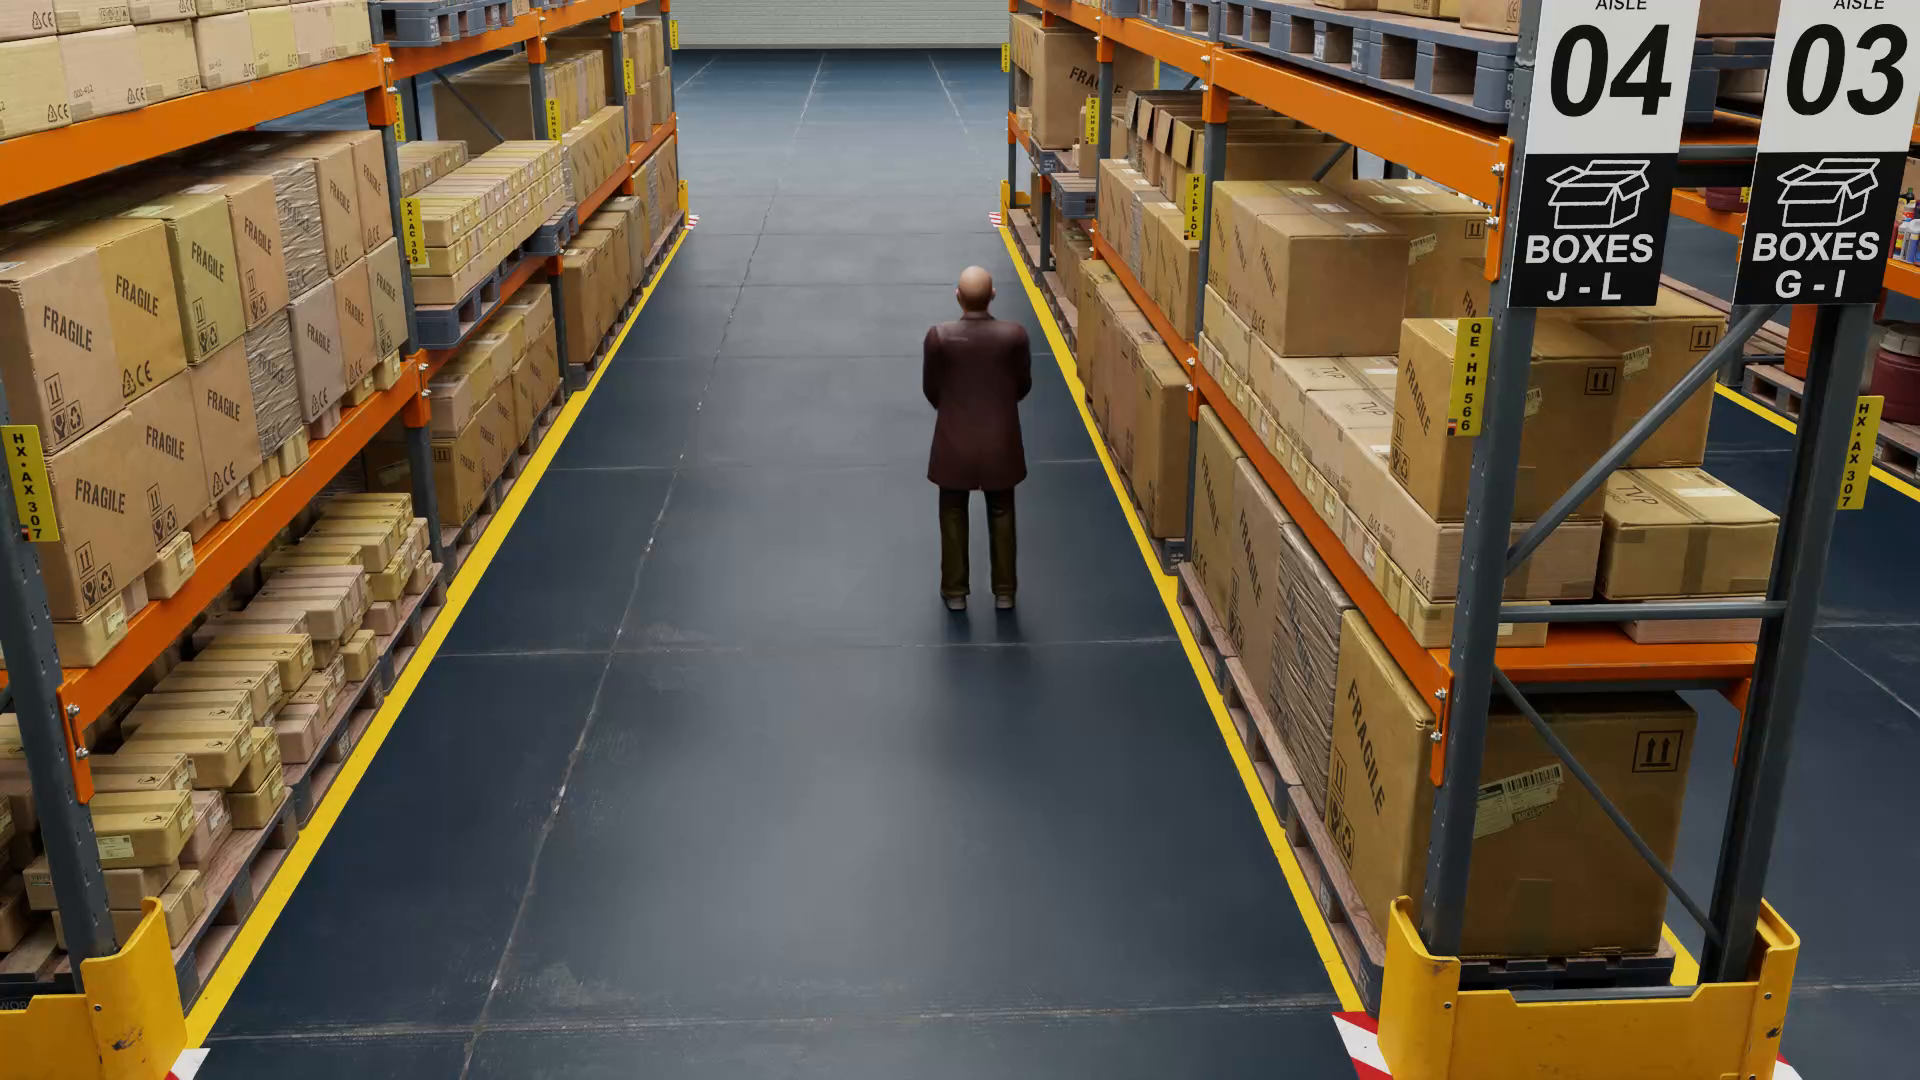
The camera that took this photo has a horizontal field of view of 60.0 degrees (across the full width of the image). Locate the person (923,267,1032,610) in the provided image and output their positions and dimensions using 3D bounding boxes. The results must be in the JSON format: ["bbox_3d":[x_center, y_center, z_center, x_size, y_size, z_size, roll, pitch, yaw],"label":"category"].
[{"bbox_3d":[0.081,-0.545,8.575,0.554,1.781,0.527,-1,20,-3],"label":"person"}]
